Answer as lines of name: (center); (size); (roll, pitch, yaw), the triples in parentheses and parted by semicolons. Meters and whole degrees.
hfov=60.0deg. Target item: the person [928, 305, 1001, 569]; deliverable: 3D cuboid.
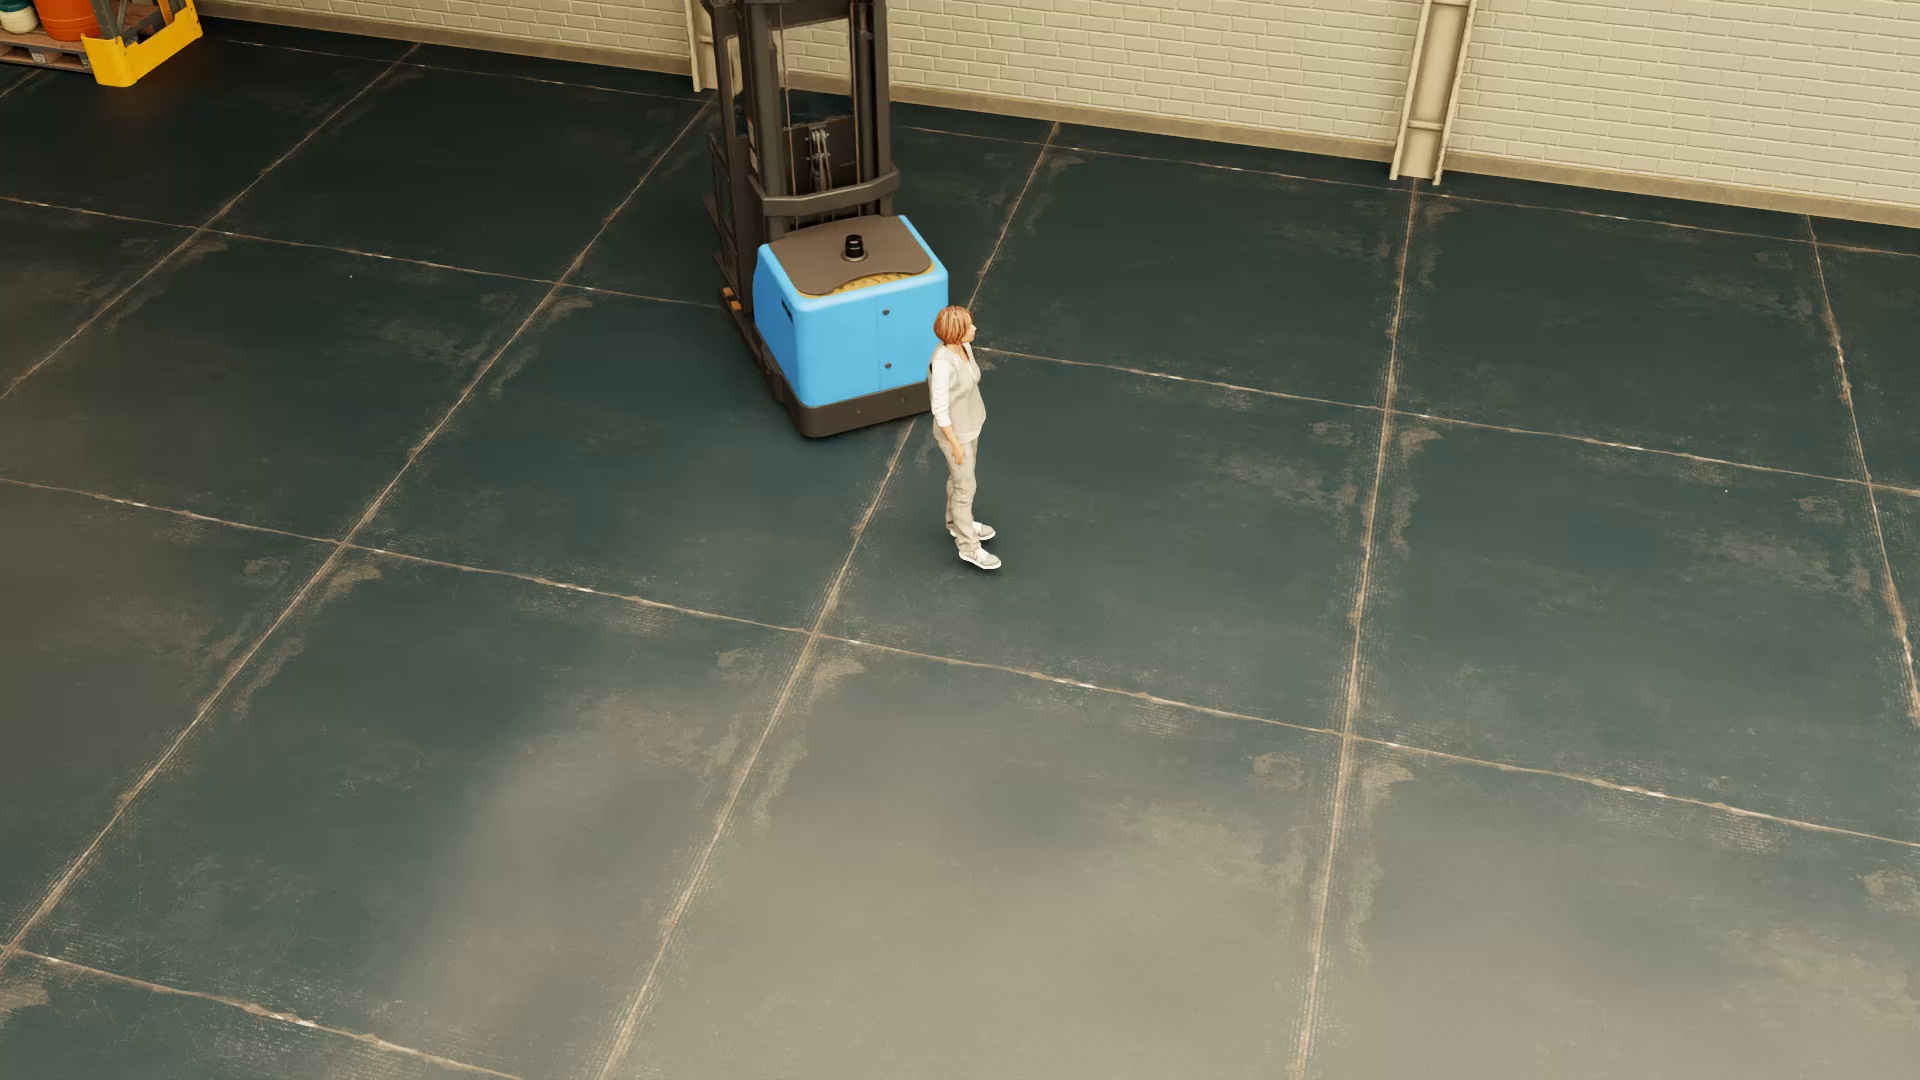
person: (0.068, -0.615, 9.502); (0.474, 1.598, 0.519); (10, 42, 11)

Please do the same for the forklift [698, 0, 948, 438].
forklift: (-1.093, -2.740, 10.987); (1.130, 2.935, 3.031); (-15, 44, -17)
